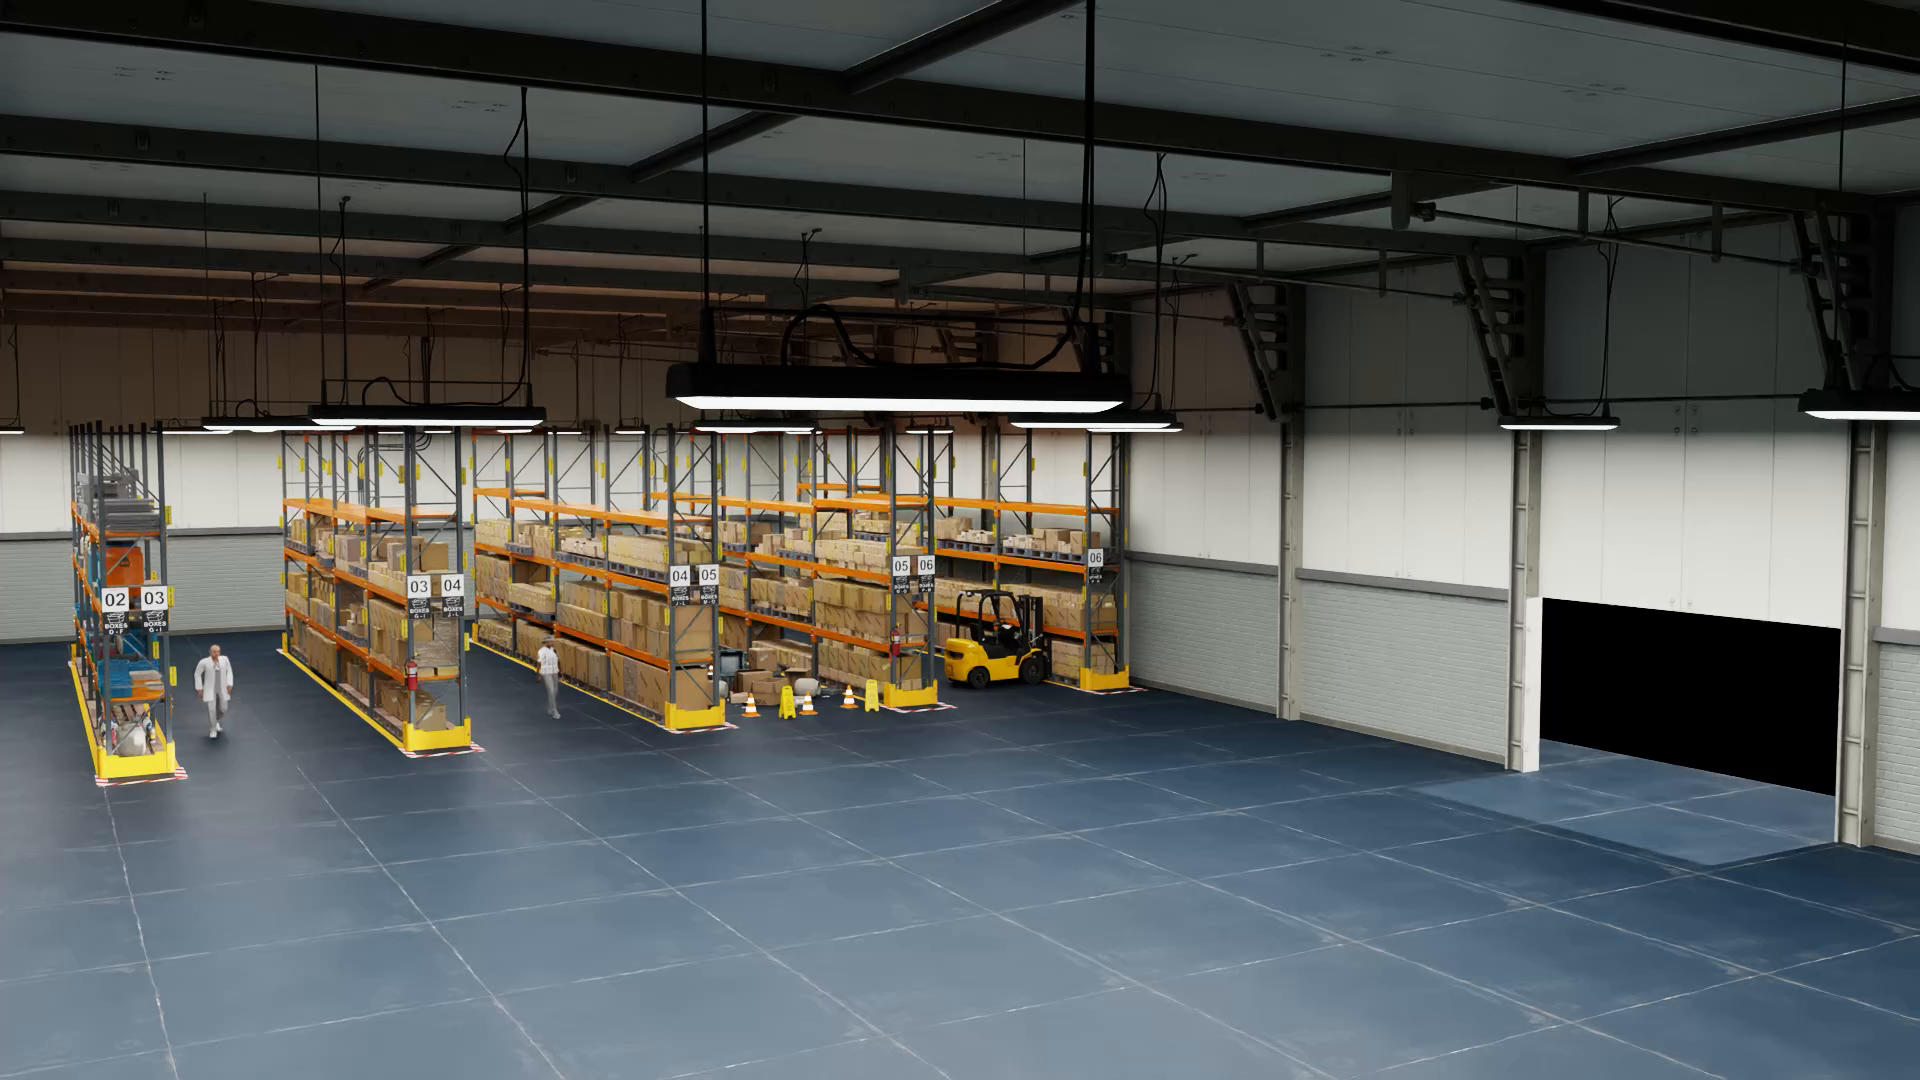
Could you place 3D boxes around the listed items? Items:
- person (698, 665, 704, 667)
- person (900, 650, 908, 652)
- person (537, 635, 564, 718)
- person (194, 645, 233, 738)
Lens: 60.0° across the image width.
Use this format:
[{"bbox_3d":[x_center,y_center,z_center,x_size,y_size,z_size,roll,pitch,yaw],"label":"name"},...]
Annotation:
[{"bbox_3d":[-6.277,2.390,40.286,0.487,1.670,0.464,-2,4,-31],"label":"person"},{"bbox_3d":[-1.439,2.391,39.546,0.598,1.763,0.527,-1,4,-22],"label":"person"},{"bbox_3d":[-8.374,2.798,34.233,0.744,1.670,0.468,3,4,36],"label":"person"},{"bbox_3d":[-14.351,2.878,31.951,0.673,1.765,0.740,-3,5,-41],"label":"person"}]
